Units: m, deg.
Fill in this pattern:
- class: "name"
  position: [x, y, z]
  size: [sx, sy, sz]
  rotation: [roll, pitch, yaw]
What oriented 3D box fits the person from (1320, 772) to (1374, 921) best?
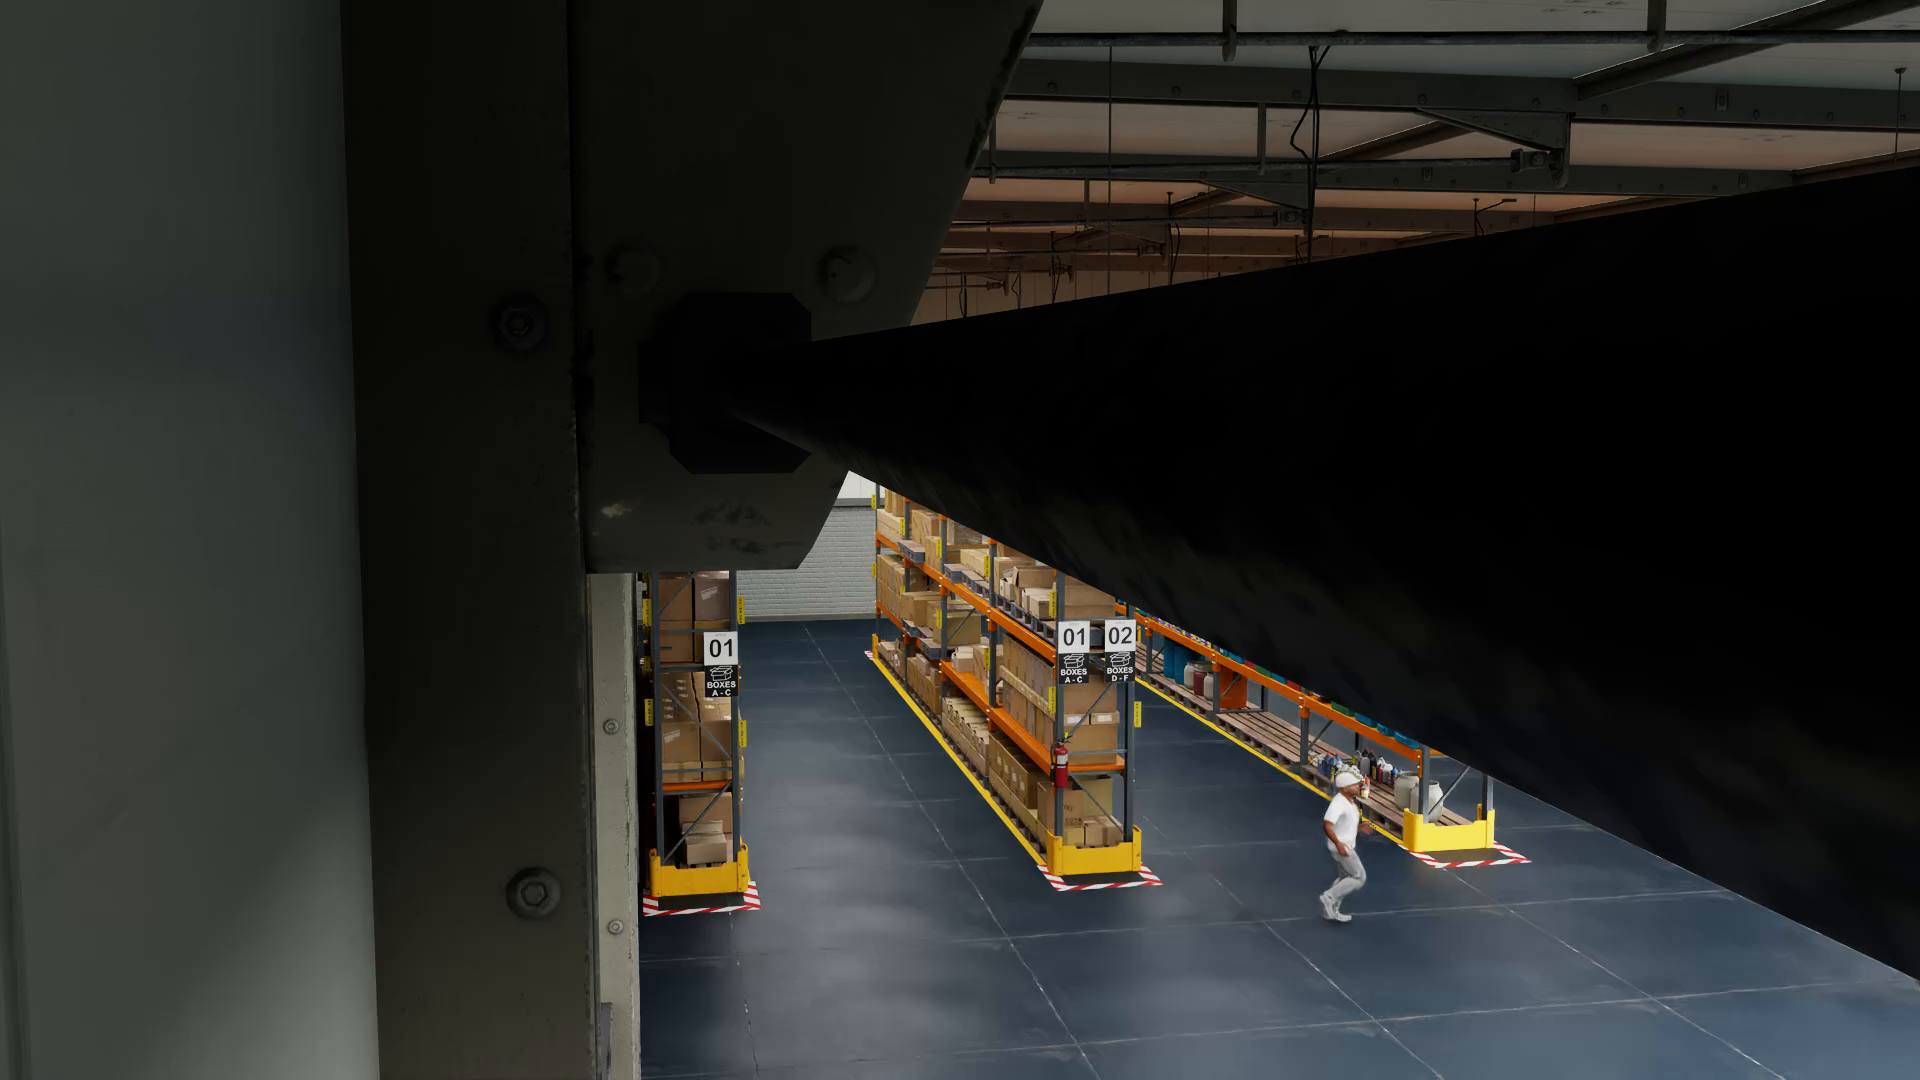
- class: "person"
  position: [4.442, 3.514, 19.072]
  size: [0.594, 1.729, 0.681]
  rotation: [1, 6, 13]
